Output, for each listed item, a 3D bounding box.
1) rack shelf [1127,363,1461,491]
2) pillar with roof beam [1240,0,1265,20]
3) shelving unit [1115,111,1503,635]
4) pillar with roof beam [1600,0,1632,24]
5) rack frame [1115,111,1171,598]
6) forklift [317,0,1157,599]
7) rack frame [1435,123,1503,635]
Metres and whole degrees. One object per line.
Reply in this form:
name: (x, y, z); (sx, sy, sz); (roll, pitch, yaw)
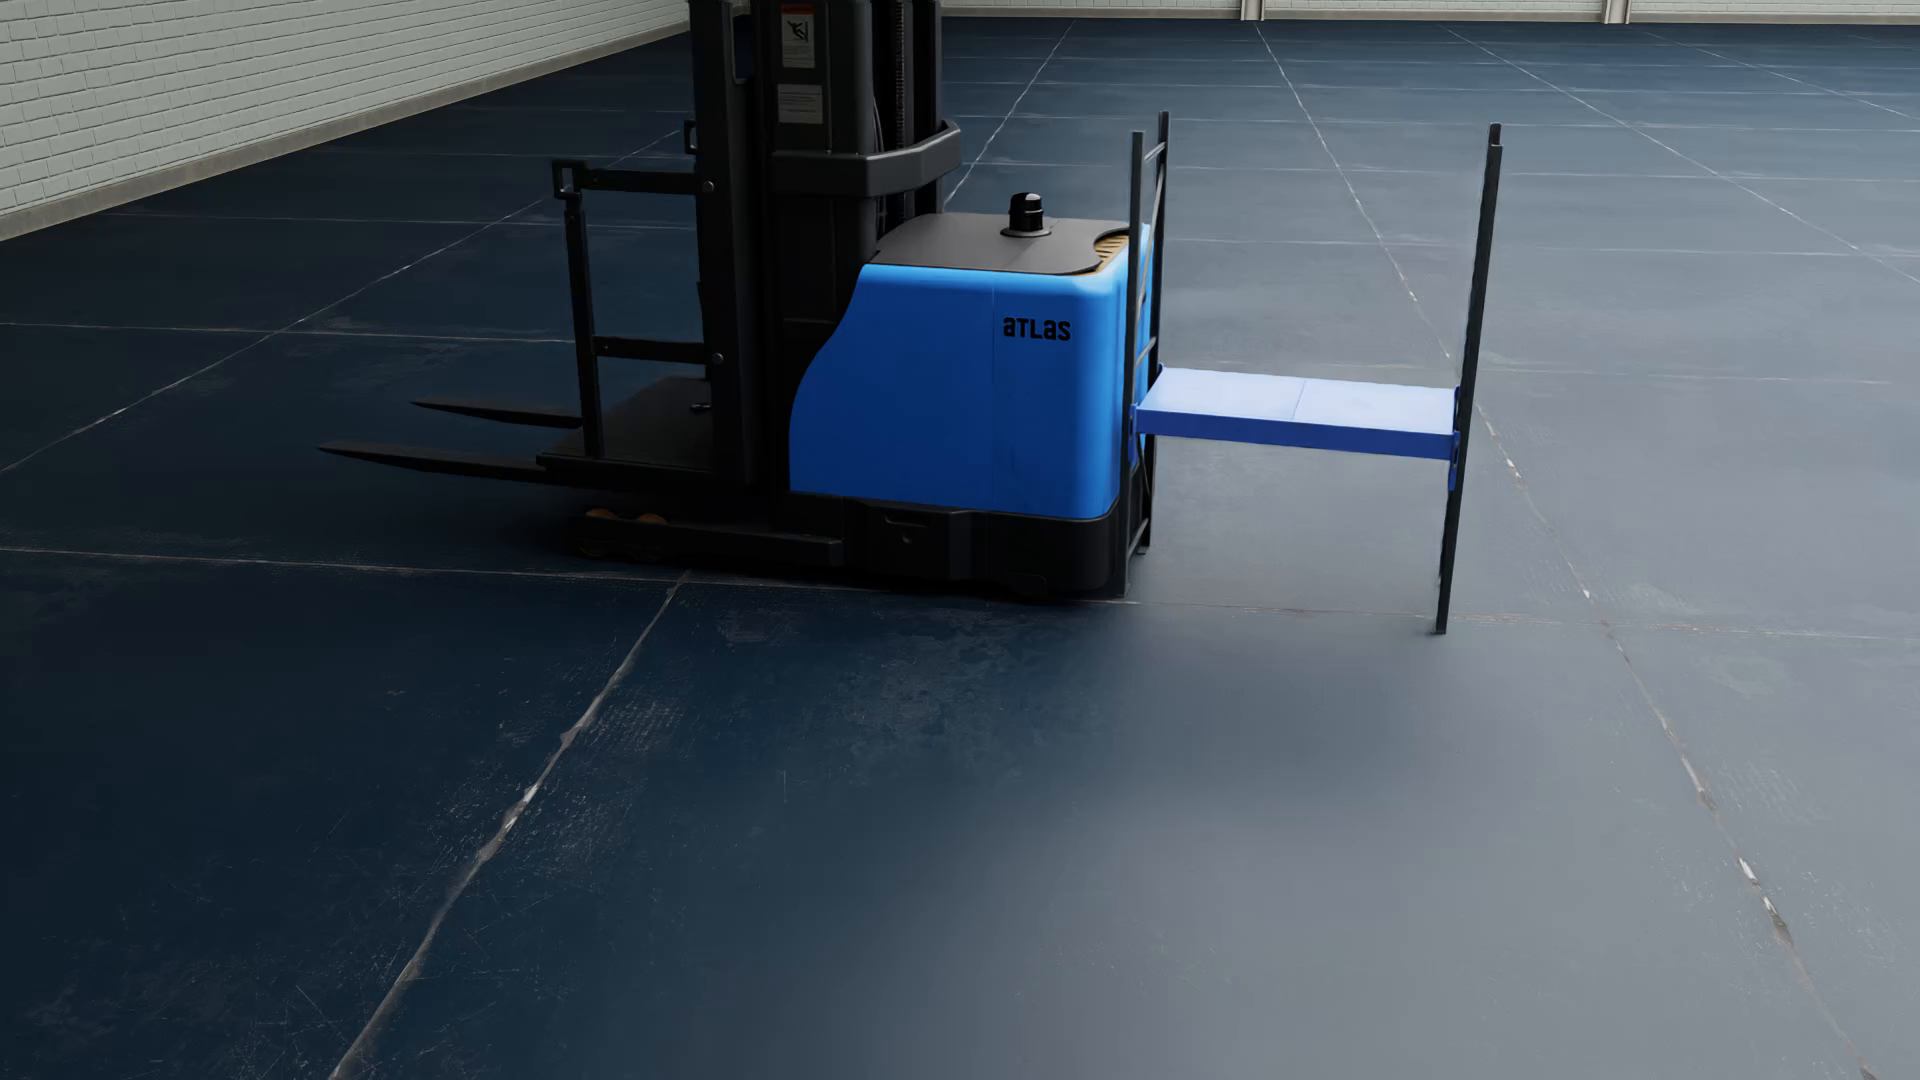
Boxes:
rack shelf: (1.082, -0.376, 5.340); (1.000, 0.185, 0.538); (6, 22, 15)
pillar with roof beam: (4.499, -11.539, 22.888); (0.400, 9.000, 9.100); (2, 22, 6)
shelving unit: (1.082, -0.543, 5.274); (1.048, 1.500, 0.538); (6, 22, 15)
pillar with roof beam: (10.457, -11.280, 22.232); (0.400, 9.000, 9.100); (2, 22, 6)
rack frame: (0.594, -0.595, 5.406); (0.032, 1.500, 0.500); (6, 22, 15)
forklift: (-0.855, -1.463, 5.655); (3.031, 2.935, 1.130); (6, 22, 15)
rack frame: (1.571, -0.491, 5.142); (0.032, 1.500, 0.500); (6, 22, 15)
